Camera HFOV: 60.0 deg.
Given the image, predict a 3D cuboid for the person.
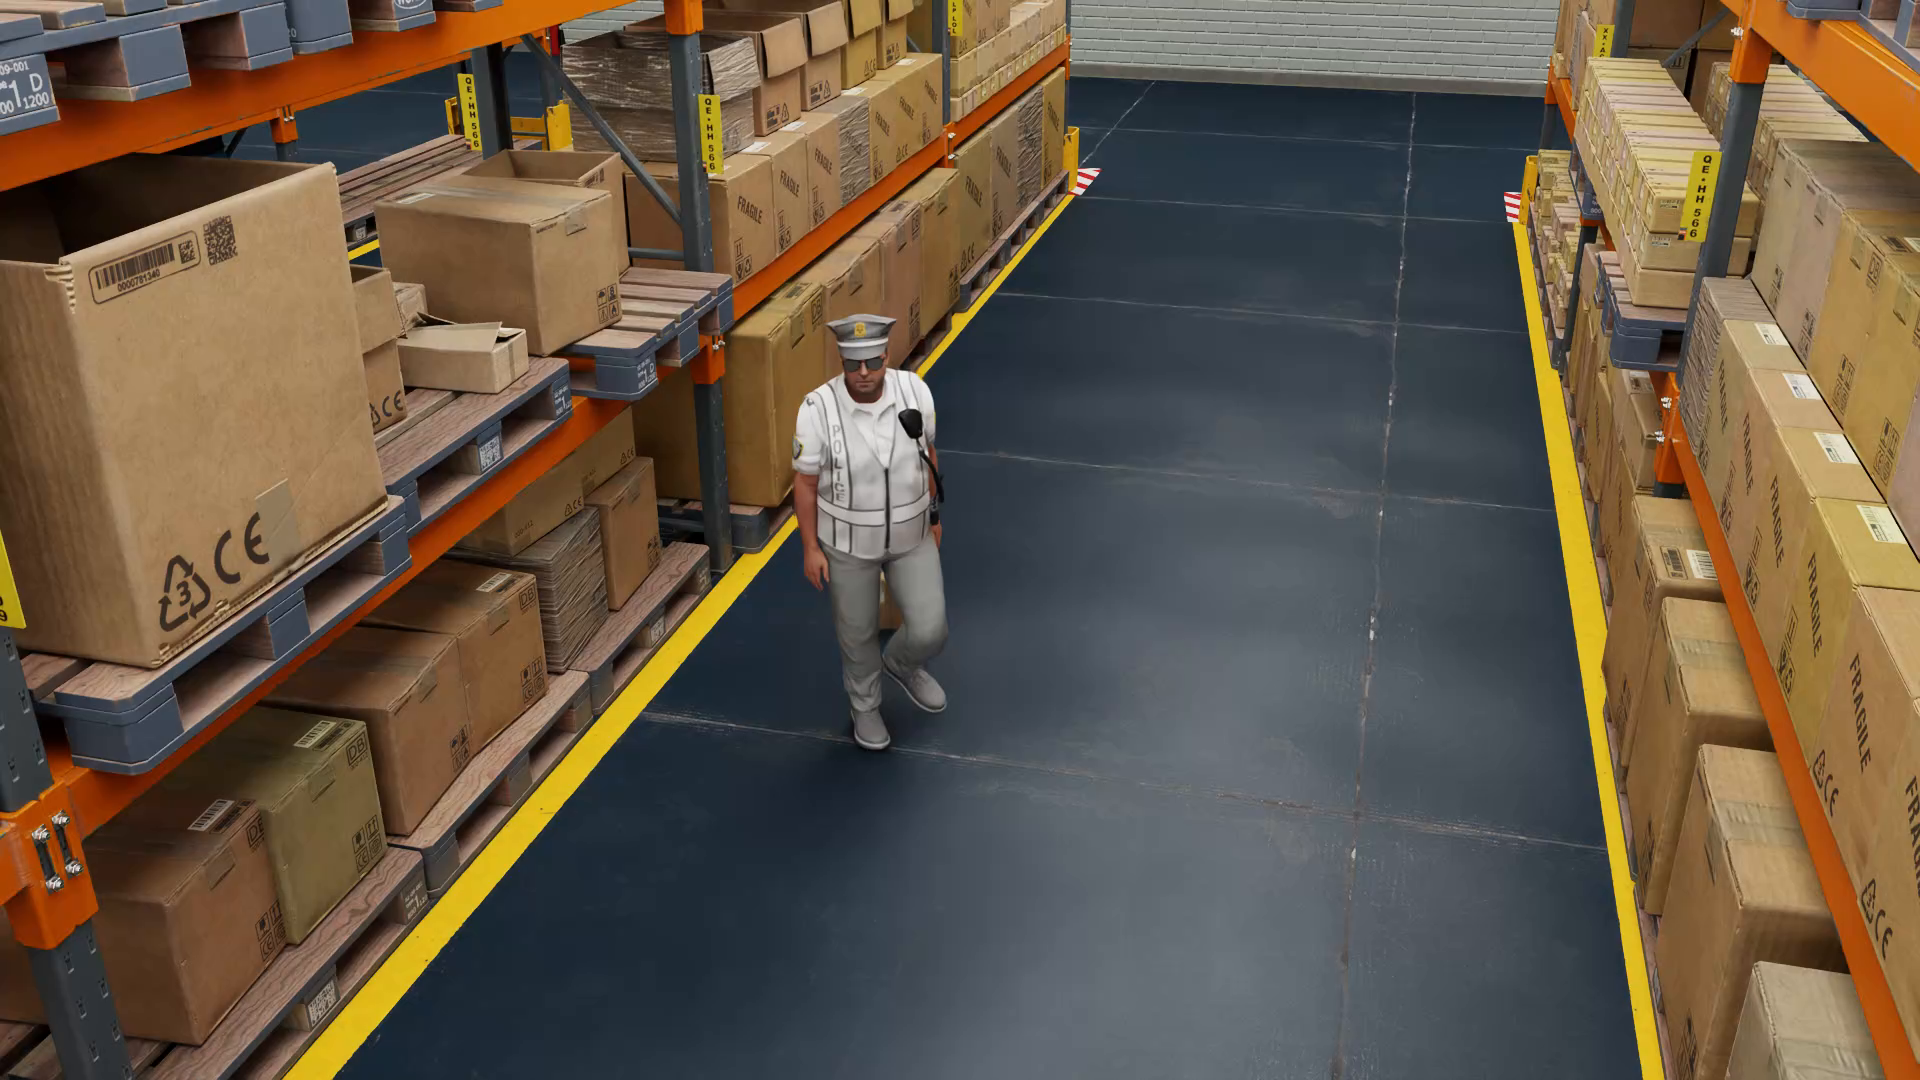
[{"bbox_3d":[-0.320,-0.032,6.128,0.588,1.749,0.488,-7,26,-15],"label":"person"}]
